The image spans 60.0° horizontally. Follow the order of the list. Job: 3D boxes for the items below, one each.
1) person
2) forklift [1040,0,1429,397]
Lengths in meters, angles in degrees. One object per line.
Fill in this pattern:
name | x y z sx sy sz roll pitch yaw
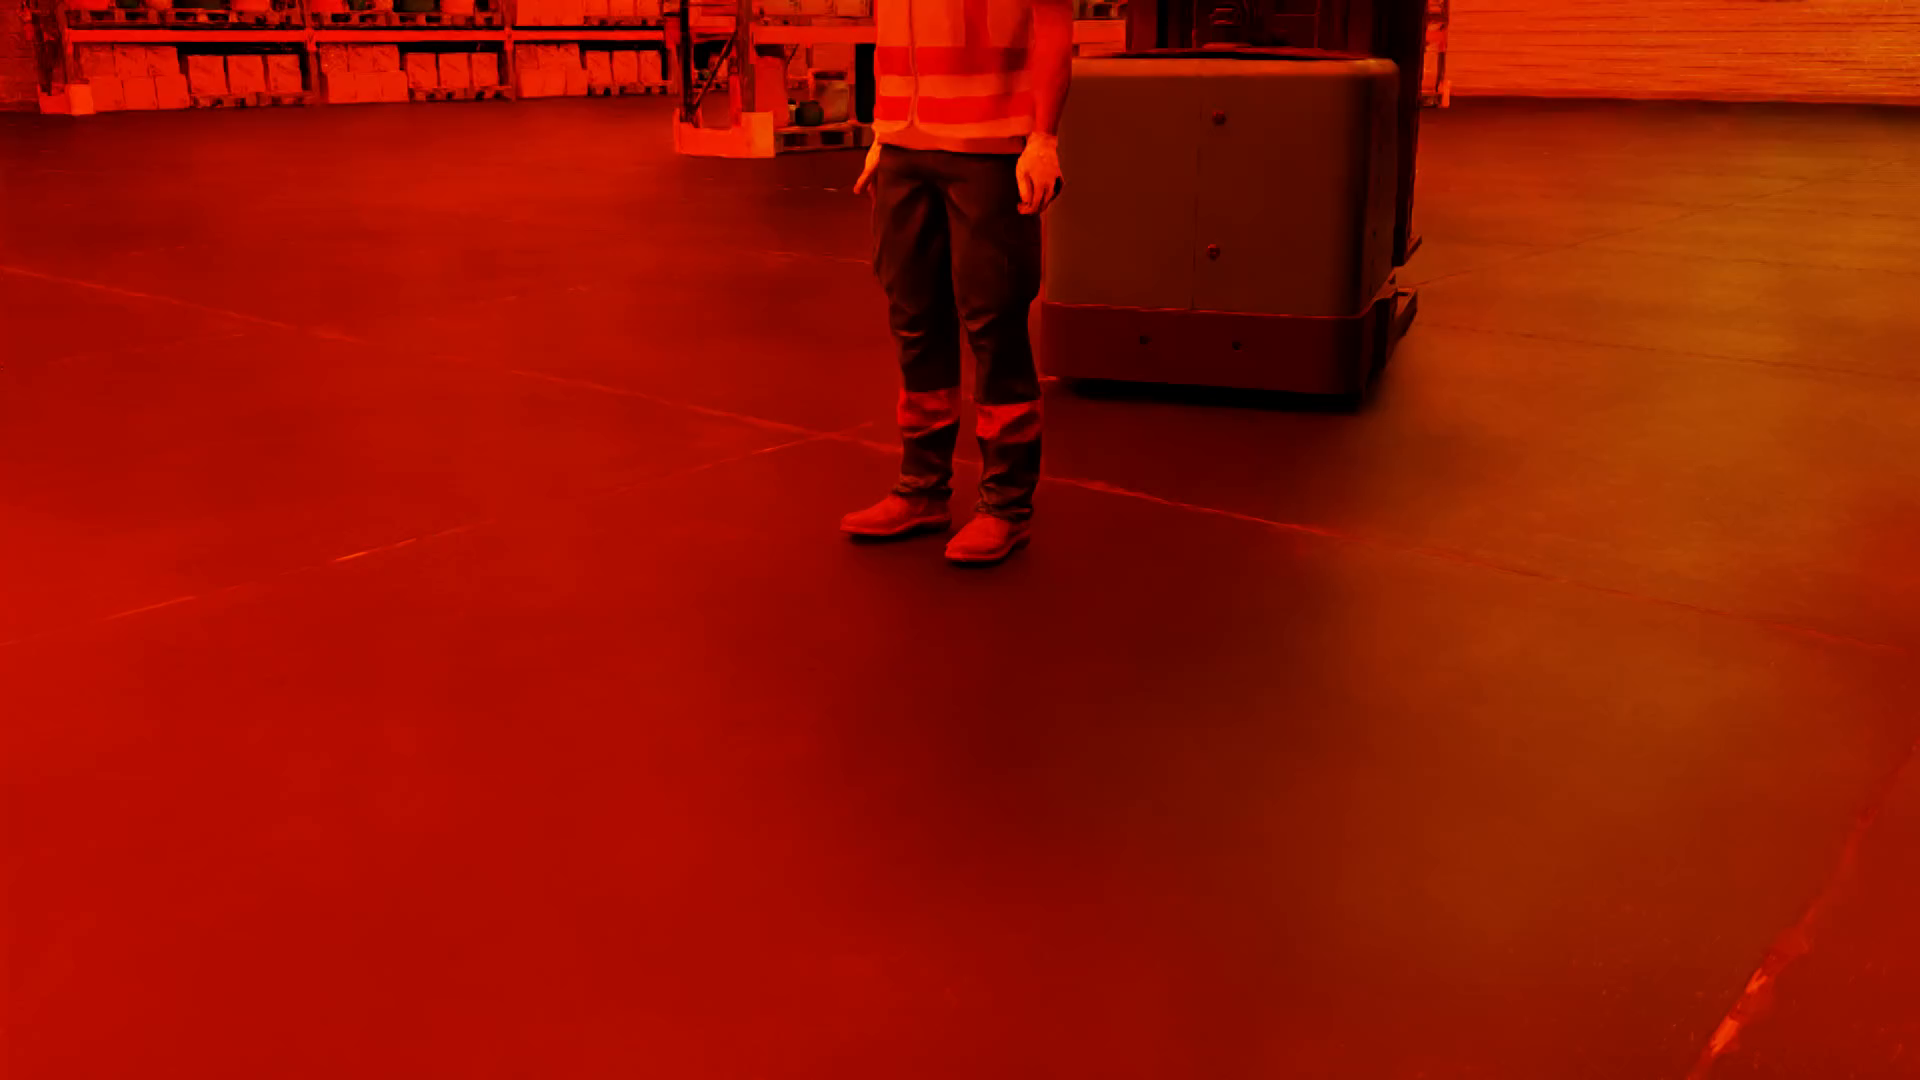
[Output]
person | -0.012 -0.852 3.666 0.540 1.795 0.349 13 21 37
forklift | 1.239 -2.246 6.293 1.130 2.935 3.031 6 18 19
